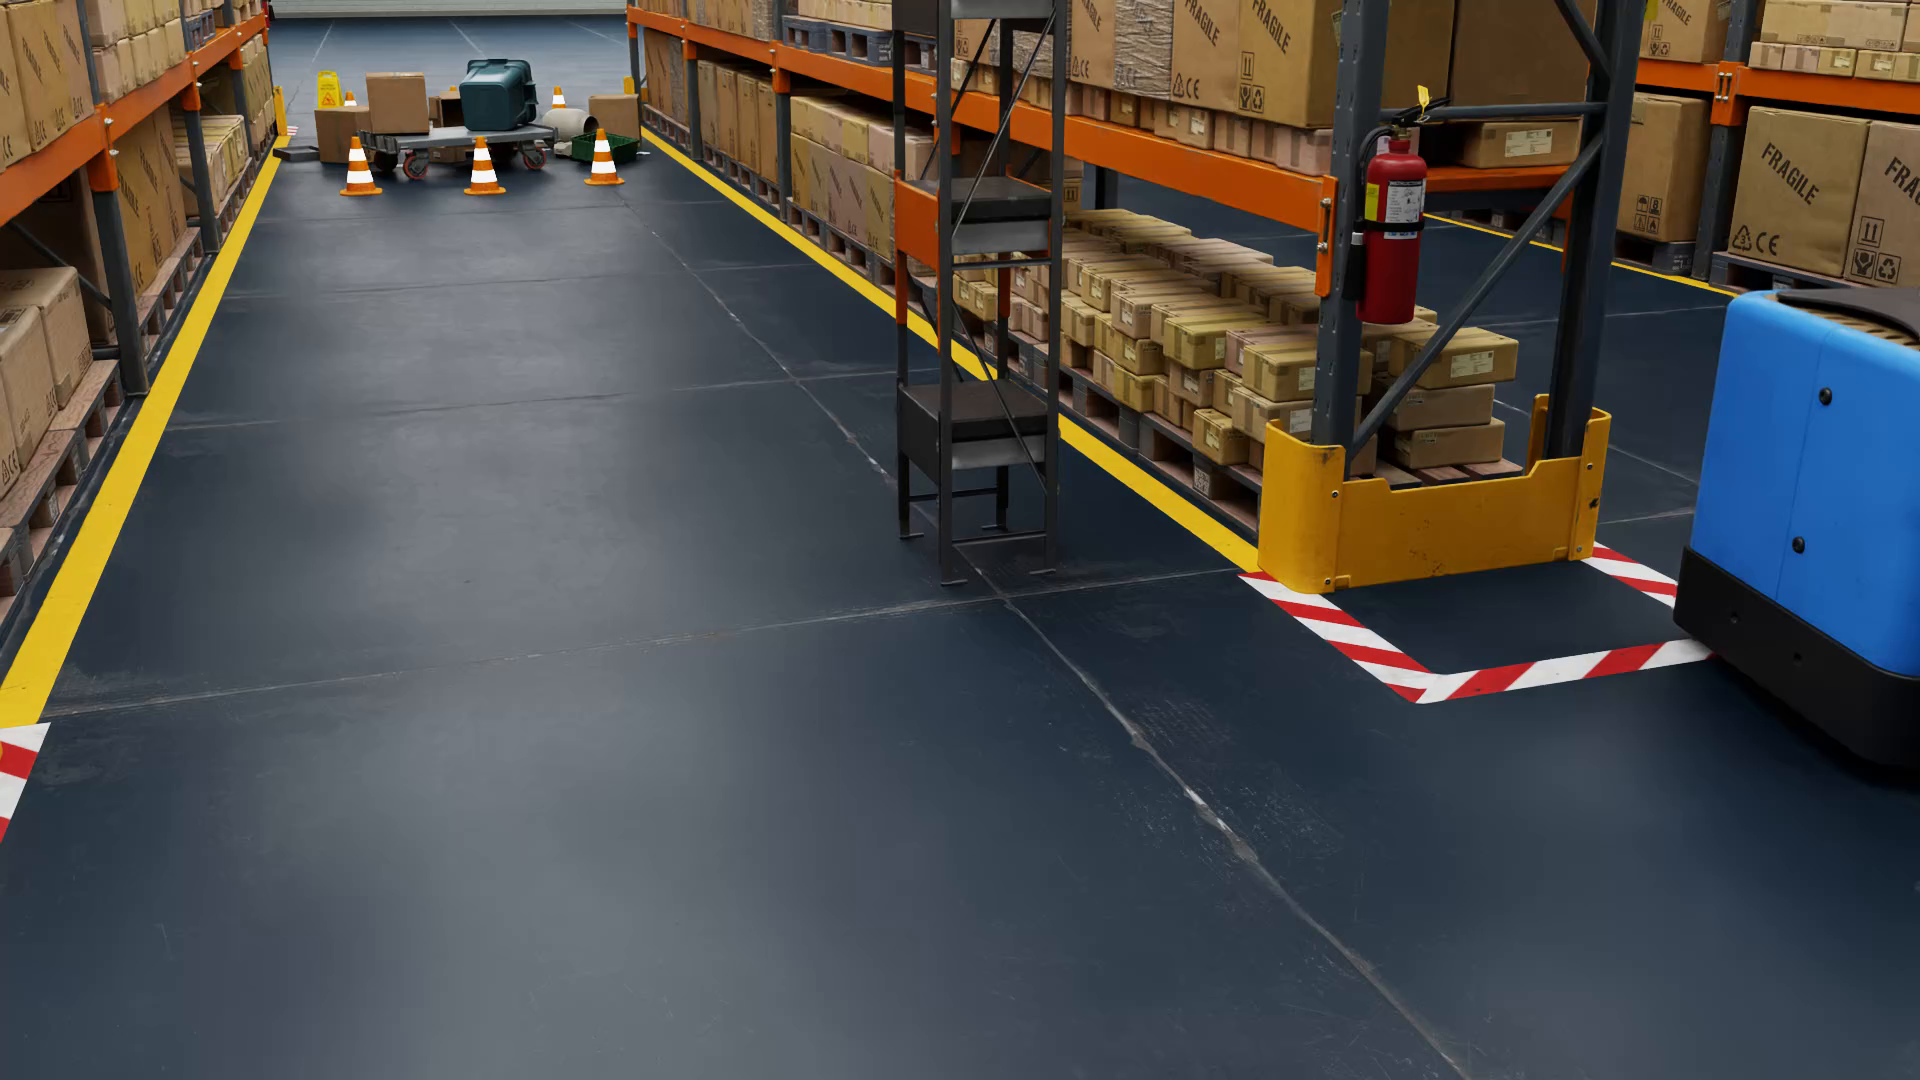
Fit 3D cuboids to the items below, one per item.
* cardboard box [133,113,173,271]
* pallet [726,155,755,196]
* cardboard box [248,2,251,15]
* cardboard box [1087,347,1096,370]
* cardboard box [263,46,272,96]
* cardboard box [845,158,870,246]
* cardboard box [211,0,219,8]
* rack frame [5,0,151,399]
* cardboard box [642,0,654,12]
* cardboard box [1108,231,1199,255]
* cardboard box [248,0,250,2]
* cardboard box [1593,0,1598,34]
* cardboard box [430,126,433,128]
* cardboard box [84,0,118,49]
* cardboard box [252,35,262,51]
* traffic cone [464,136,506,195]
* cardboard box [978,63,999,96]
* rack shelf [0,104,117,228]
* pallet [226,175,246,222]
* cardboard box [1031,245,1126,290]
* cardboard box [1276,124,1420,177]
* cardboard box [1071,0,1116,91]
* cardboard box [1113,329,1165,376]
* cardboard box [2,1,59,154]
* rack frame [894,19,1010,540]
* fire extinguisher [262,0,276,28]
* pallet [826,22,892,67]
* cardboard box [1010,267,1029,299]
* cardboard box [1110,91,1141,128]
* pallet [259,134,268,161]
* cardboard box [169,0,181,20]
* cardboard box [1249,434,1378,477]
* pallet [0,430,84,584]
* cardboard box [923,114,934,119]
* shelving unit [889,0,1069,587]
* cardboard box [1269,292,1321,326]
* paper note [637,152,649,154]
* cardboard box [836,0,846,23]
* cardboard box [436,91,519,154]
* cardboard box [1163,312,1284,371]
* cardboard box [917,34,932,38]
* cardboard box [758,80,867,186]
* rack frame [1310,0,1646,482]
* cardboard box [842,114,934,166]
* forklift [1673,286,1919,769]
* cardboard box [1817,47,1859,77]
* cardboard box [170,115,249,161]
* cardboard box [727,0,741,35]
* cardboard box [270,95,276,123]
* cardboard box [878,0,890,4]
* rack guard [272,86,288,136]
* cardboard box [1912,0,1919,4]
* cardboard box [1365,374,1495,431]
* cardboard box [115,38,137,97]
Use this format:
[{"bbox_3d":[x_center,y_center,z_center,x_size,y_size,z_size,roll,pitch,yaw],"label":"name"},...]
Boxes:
[{"bbox_3d":[-5.137,-2.010,9.598,0.875,0.875,0.875,-6,21,-17],"label":"cardboard box"},{"bbox_3d":[-1.440,-3.228,14.590,1.003,0.211,1.213,-6,21,-17],"label":"pallet"},{"bbox_3d":[-7.277,-5.279,16.547,0.380,0.149,0.250,-7,21,-18],"label":"cardboard box"},{"bbox_3d":[0.784,-0.821,7.362,0.380,0.149,0.250,-6,21,-16],"label":"cardboard box"},{"bbox_3d":[-7.567,-4.924,17.526,0.500,0.500,0.500,-6,21,-17],"label":"cardboard box"},{"bbox_3d":[-0.417,-2.166,10.587,0.500,0.500,0.500,-7,21,-18],"label":"cardboard box"},{"bbox_3d":[-6.120,-4.310,13.230,0.380,0.149,0.250,-6,21,-17],"label":"cardboard box"},{"bbox_3d":[-4.294,-2.046,7.176,1.000,3.000,0.127,-6,21,-17],"label":"rack frame"},{"bbox_3d":[-2.989,-6.045,18.086,0.875,0.550,0.550,-6,21,-17],"label":"cardboard box"},{"bbox_3d":[0.942,-1.406,8.108,0.380,0.149,0.250,-6,21,-15],"label":"cardboard box"},{"bbox_3d":[-7.186,-5.452,16.071,0.500,0.500,0.500,-6,21,-17],"label":"cardboard box"},{"bbox_3d":[4.387,-3.594,11.336,0.500,0.500,0.500,-7,21,-18],"label":"cardboard box"},{"bbox_3d":[-5.737,-4.350,17.806,0.380,0.149,0.250,4,20,11],"label":"cardboard box"},{"bbox_3d":[-4.165,-2.382,7.593,0.500,0.250,0.500,-7,21,-19],"label":"cardboard box"},{"bbox_3d":[-7.312,-5.038,16.882,0.380,0.149,0.250,-6,21,-16],"label":"cardboard box"},{"bbox_3d":[-4.050,-3.184,14.095,0.336,0.463,0.334,-6,21,-17],"label":"traffic cone"},{"bbox_3d":[0.303,-2.286,8.214,0.380,0.149,0.250,-6,21,-16],"label":"cardboard box"},{"bbox_3d":[-3.666,-1.066,5.511,1.077,0.370,4.000,-6,21,-17],"label":"rack shelf"},{"bbox_3d":[-6.176,-2.659,13.008,1.003,0.211,1.213,-6,21,-17],"label":"pallet"},{"bbox_3d":[0.547,-1.266,7.719,0.380,0.149,0.250,-6,21,-16],"label":"cardboard box"},{"bbox_3d":[1.259,-1.277,5.407,0.380,0.149,0.250,-6,21,-17],"label":"cardboard box"},{"bbox_3d":[0.772,-2.113,6.775,0.500,0.500,0.500,-5,20,-14],"label":"cardboard box"},{"bbox_3d":[0.853,-0.787,6.827,0.380,0.149,0.250,-6,21,-16],"label":"cardboard box"},{"bbox_3d":[-3.567,-1.647,5.917,0.500,0.500,0.500,-7,21,-18],"label":"cardboard box"},{"bbox_3d":[-0.025,-1.013,5.632,0.400,2.100,0.015,-6,21,-17],"label":"rack frame"},{"bbox_3d":[-7.665,-5.946,18.149,0.296,0.674,0.183,-6,21,-17],"label":"fire extinguisher"},{"bbox_3d":[-0.223,-3.167,10.580,1.003,0.211,1.213,-6,21,-17],"label":"pallet"},{"bbox_3d":[0.459,-1.304,8.266,0.380,0.149,0.250,-7,21,-18],"label":"cardboard box"},{"bbox_3d":[0.839,-1.783,6.816,0.380,0.149,0.250,-6,21,-16],"label":"cardboard box"},{"bbox_3d":[-7.441,-3.905,16.476,1.003,0.211,1.213,-6,21,-17],"label":"pallet"},{"bbox_3d":[-5.158,-3.366,10.333,0.500,0.250,0.500,-6,21,-17],"label":"cardboard box"},{"bbox_3d":[1.267,-0.324,5.976,0.380,0.149,0.250,-6,21,-16],"label":"cardboard box"},{"bbox_3d":[-3.743,-0.089,5.853,1.003,0.211,1.213,-6,21,-17],"label":"pallet"},{"bbox_3d":[0.066,-2.579,10.626,0.500,0.250,0.500,-6,20,-15],"label":"cardboard box"},{"bbox_3d":[0.052,-0.935,5.414,0.431,2.100,0.503,-6,21,-17],"label":"shelving unit"},{"bbox_3d":[1.473,-0.902,6.707,0.380,0.149,0.250,-7,21,-20],"label":"cardboard box"},{"bbox_3d":[-3.213,-3.894,16.713,0.142,0.020,0.147,12,23,30],"label":"paper note"},{"bbox_3d":[-0.594,-3.458,10.858,0.380,0.149,0.250,-6,21,-15],"label":"cardboard box"},{"bbox_3d":[-4.809,-4.192,16.643,0.797,0.637,0.503,-6,21,-17],"label":"cardboard box"},{"bbox_3d":[0.997,-0.756,6.300,0.380,0.149,0.250,-7,21,-18],"label":"cardboard box"},{"bbox_3d":[-0.022,-2.874,9.230,0.380,0.149,0.250,-6,21,-17],"label":"cardboard box"},{"bbox_3d":[-0.990,-3.232,13.184,1.050,0.750,0.750,-7,21,-18],"label":"cardboard box"},{"bbox_3d":[1.630,-1.321,5.157,1.000,3.000,0.127,-6,21,-17],"label":"rack frame"},{"bbox_3d":[-0.430,-2.525,10.477,0.500,0.250,0.500,-7,21,-20],"label":"cardboard box"},{"bbox_3d":[3.707,-0.979,4.307,3.031,2.935,1.130,-2,20,-7],"label":"forklift"},{"bbox_3d":[5.057,-2.682,9.317,0.380,0.149,0.250,-6,21,-15],"label":"cardboard box"},{"bbox_3d":[-6.642,-3.406,14.229,0.950,0.372,0.625,-6,21,-17],"label":"cardboard box"},{"bbox_3d":[-1.593,-4.372,13.503,0.500,0.500,0.500,-7,21,-18],"label":"cardboard box"},{"bbox_3d":[-7.549,-4.562,17.627,0.500,0.250,0.500,-6,21,-17],"label":"cardboard box"},{"bbox_3d":[-0.269,-3.266,9.882,0.380,0.149,0.250,-8,21,-20],"label":"cardboard box"},{"bbox_3d":[-8.042,-4.696,18.252,1.175,0.500,0.348,-6,21,-17],"label":"rack guard"},{"bbox_3d":[5.337,-3.015,8.546,0.500,0.500,0.500,-7,21,-19],"label":"cardboard box"},{"bbox_3d":[1.709,-0.512,6.061,0.380,0.149,0.250,-5,20,-15],"label":"cardboard box"},{"bbox_3d":[-4.346,-2.311,8.134,0.500,0.250,0.500,-7,21,-19],"label":"cardboard box"}]
